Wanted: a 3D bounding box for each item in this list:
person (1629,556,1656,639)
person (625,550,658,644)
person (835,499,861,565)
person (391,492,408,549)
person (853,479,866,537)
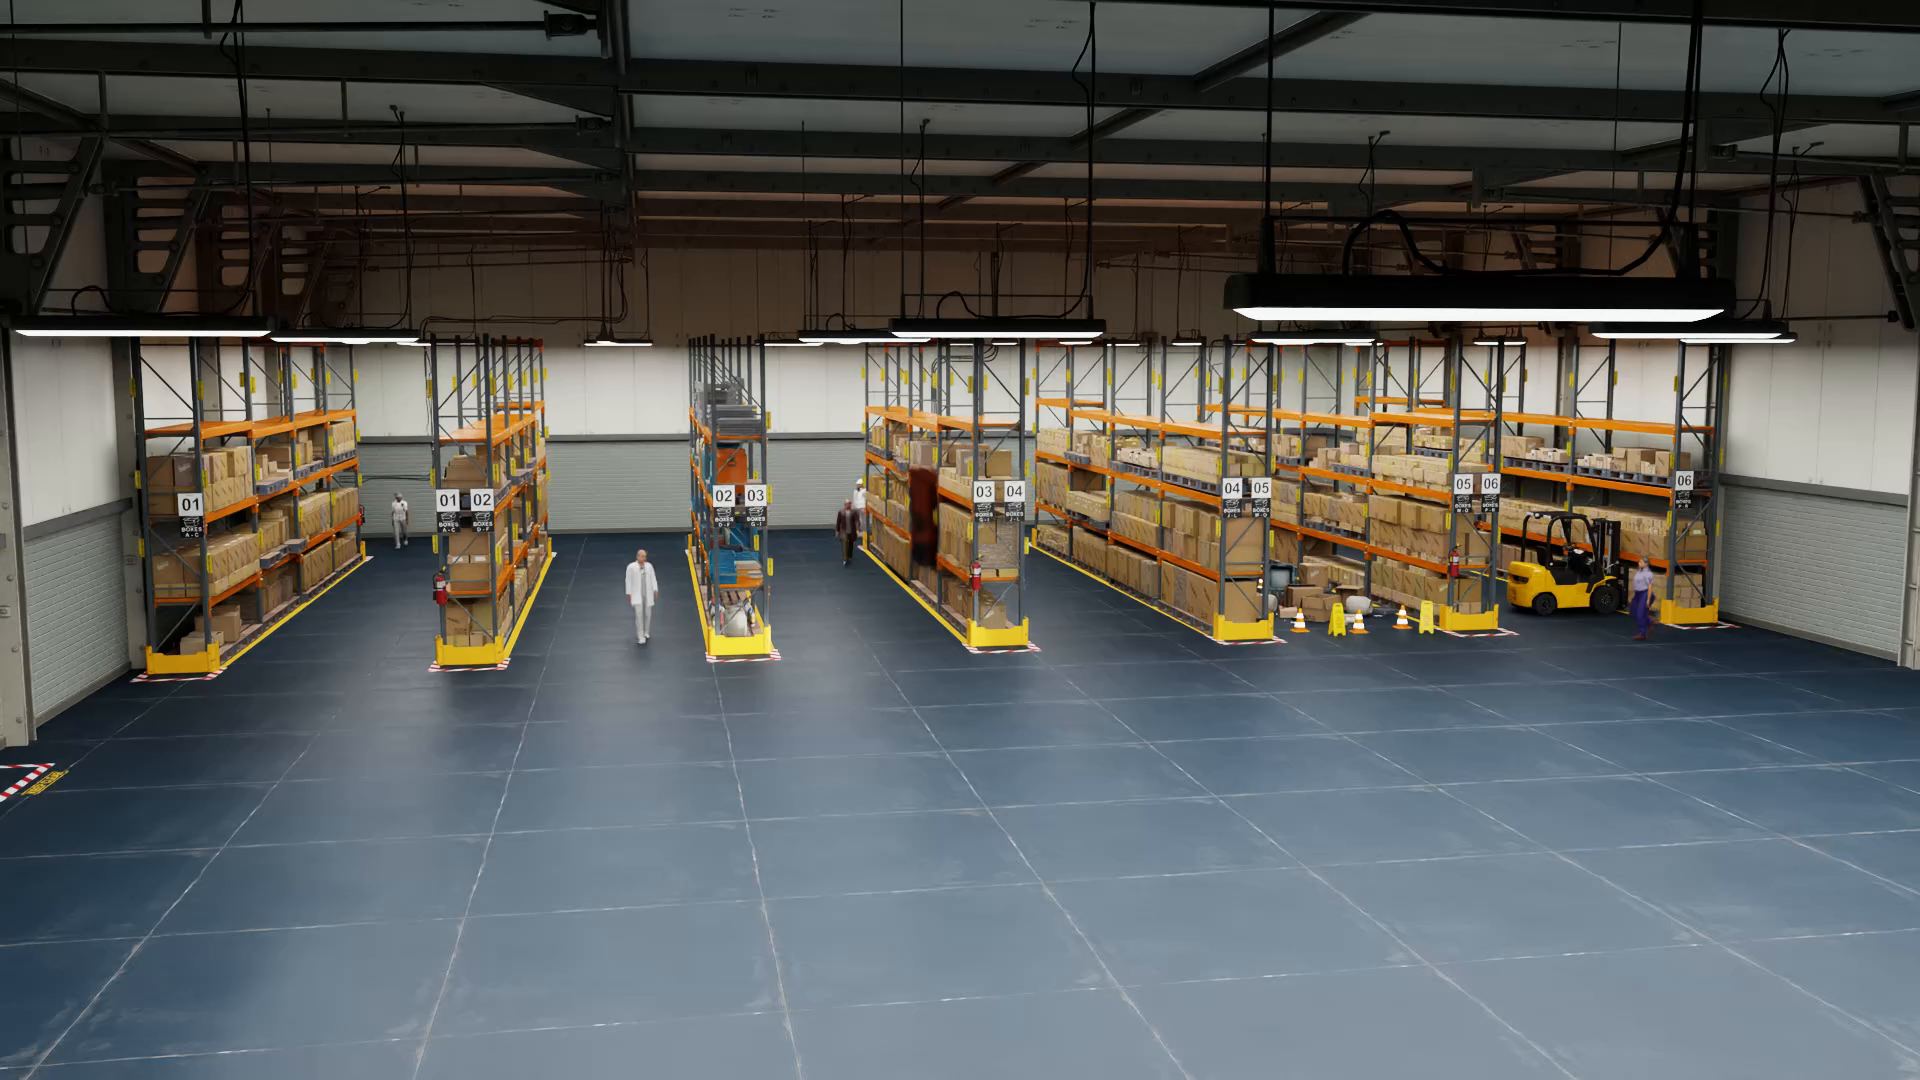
[{"bbox_3d":[13.562,1.131,32.879,0.612,1.631,0.487,-1,7,-10],"label":"person"},{"bbox_3d":[-6.233,1.110,32.820,0.595,1.794,0.774,-4,8,-31],"label":"person"},{"bbox_3d":[-2.981,-0.226,44.245,0.659,1.712,1.129,-1,7,-8],"label":"person"},{"bbox_3d":[-16.112,-0.583,47.867,0.453,1.627,0.843,-2,7,-13],"label":"person"},{"bbox_3d":[-3.066,-0.962,50.671,0.478,1.803,0.579,-4,8,-34],"label":"person"}]
